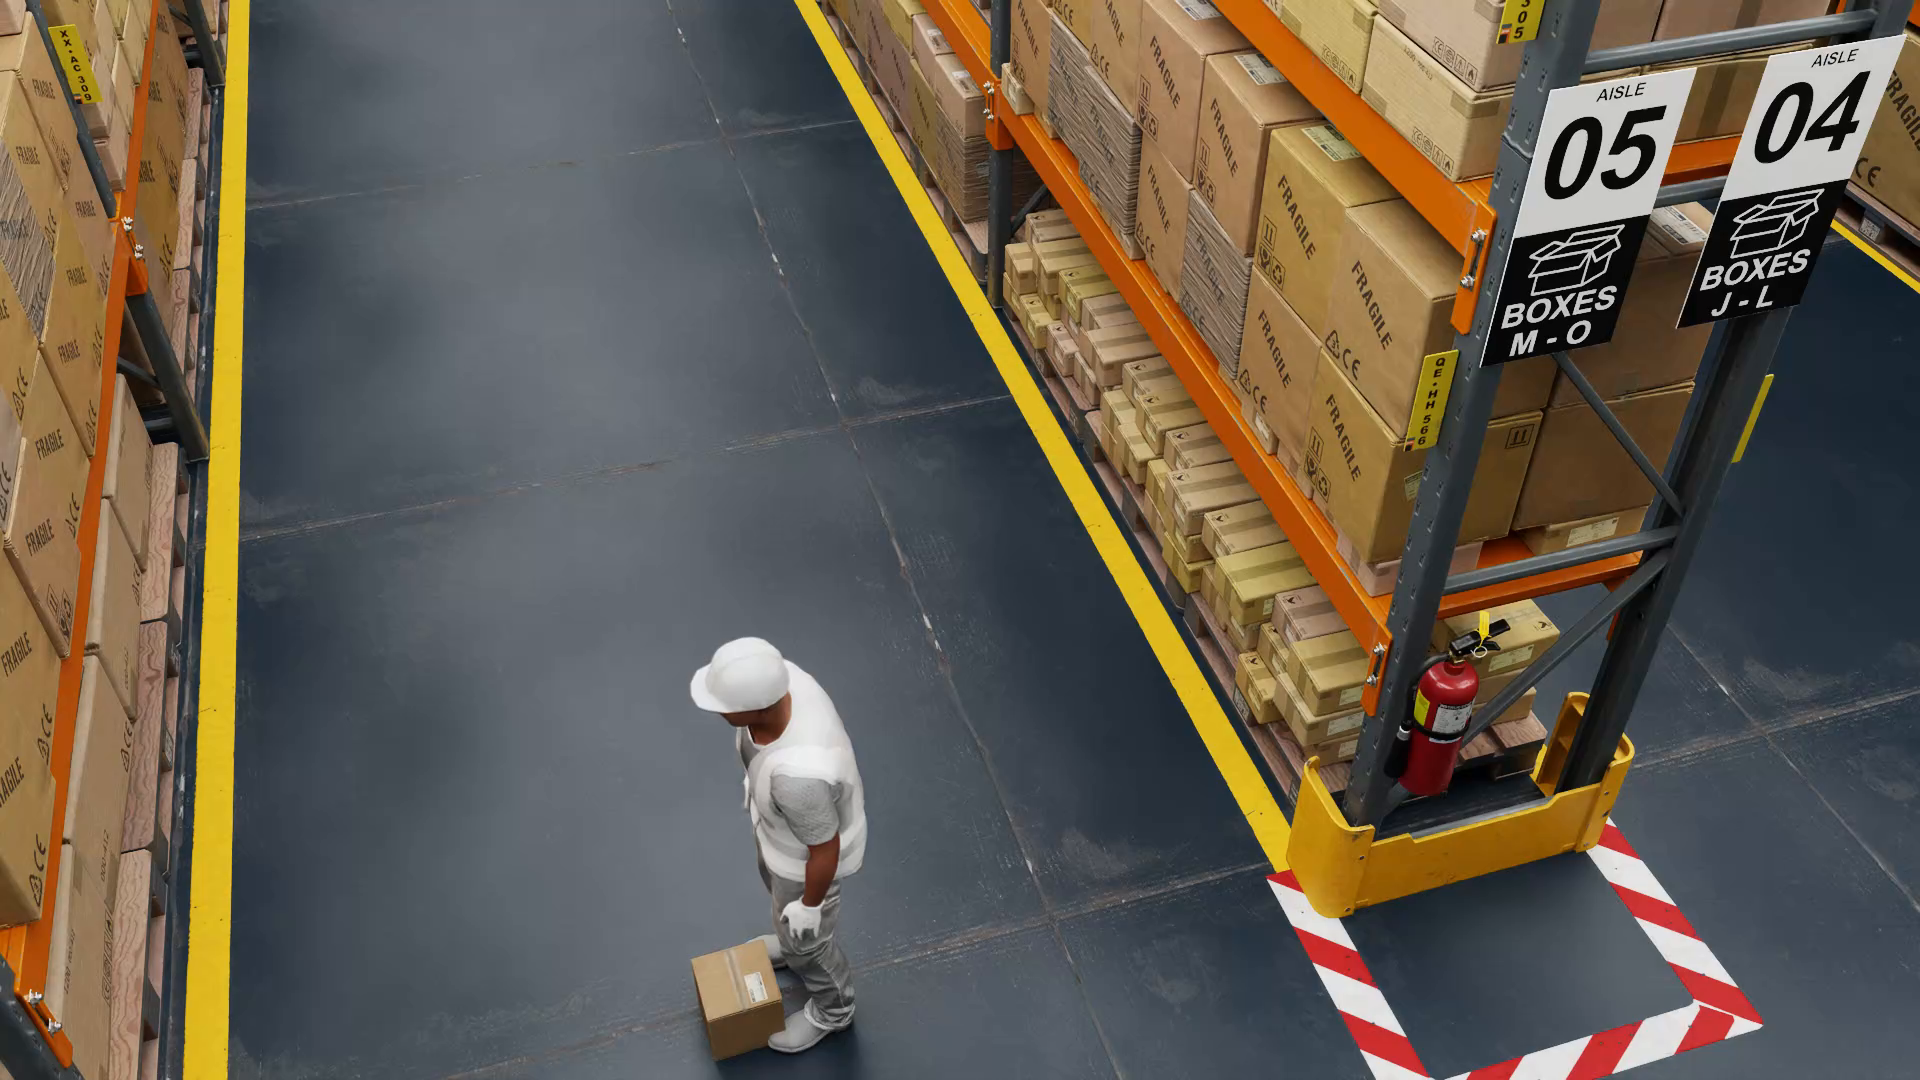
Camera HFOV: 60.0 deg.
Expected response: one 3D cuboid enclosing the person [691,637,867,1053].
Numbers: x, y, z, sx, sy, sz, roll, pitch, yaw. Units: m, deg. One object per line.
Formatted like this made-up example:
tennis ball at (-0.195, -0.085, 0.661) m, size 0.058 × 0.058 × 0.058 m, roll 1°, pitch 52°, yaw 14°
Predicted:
person at (-0.527, 0.922, 5.123) m, size 0.454 × 1.774 × 0.624 m, roll -12°, pitch 43°, yaw -13°
